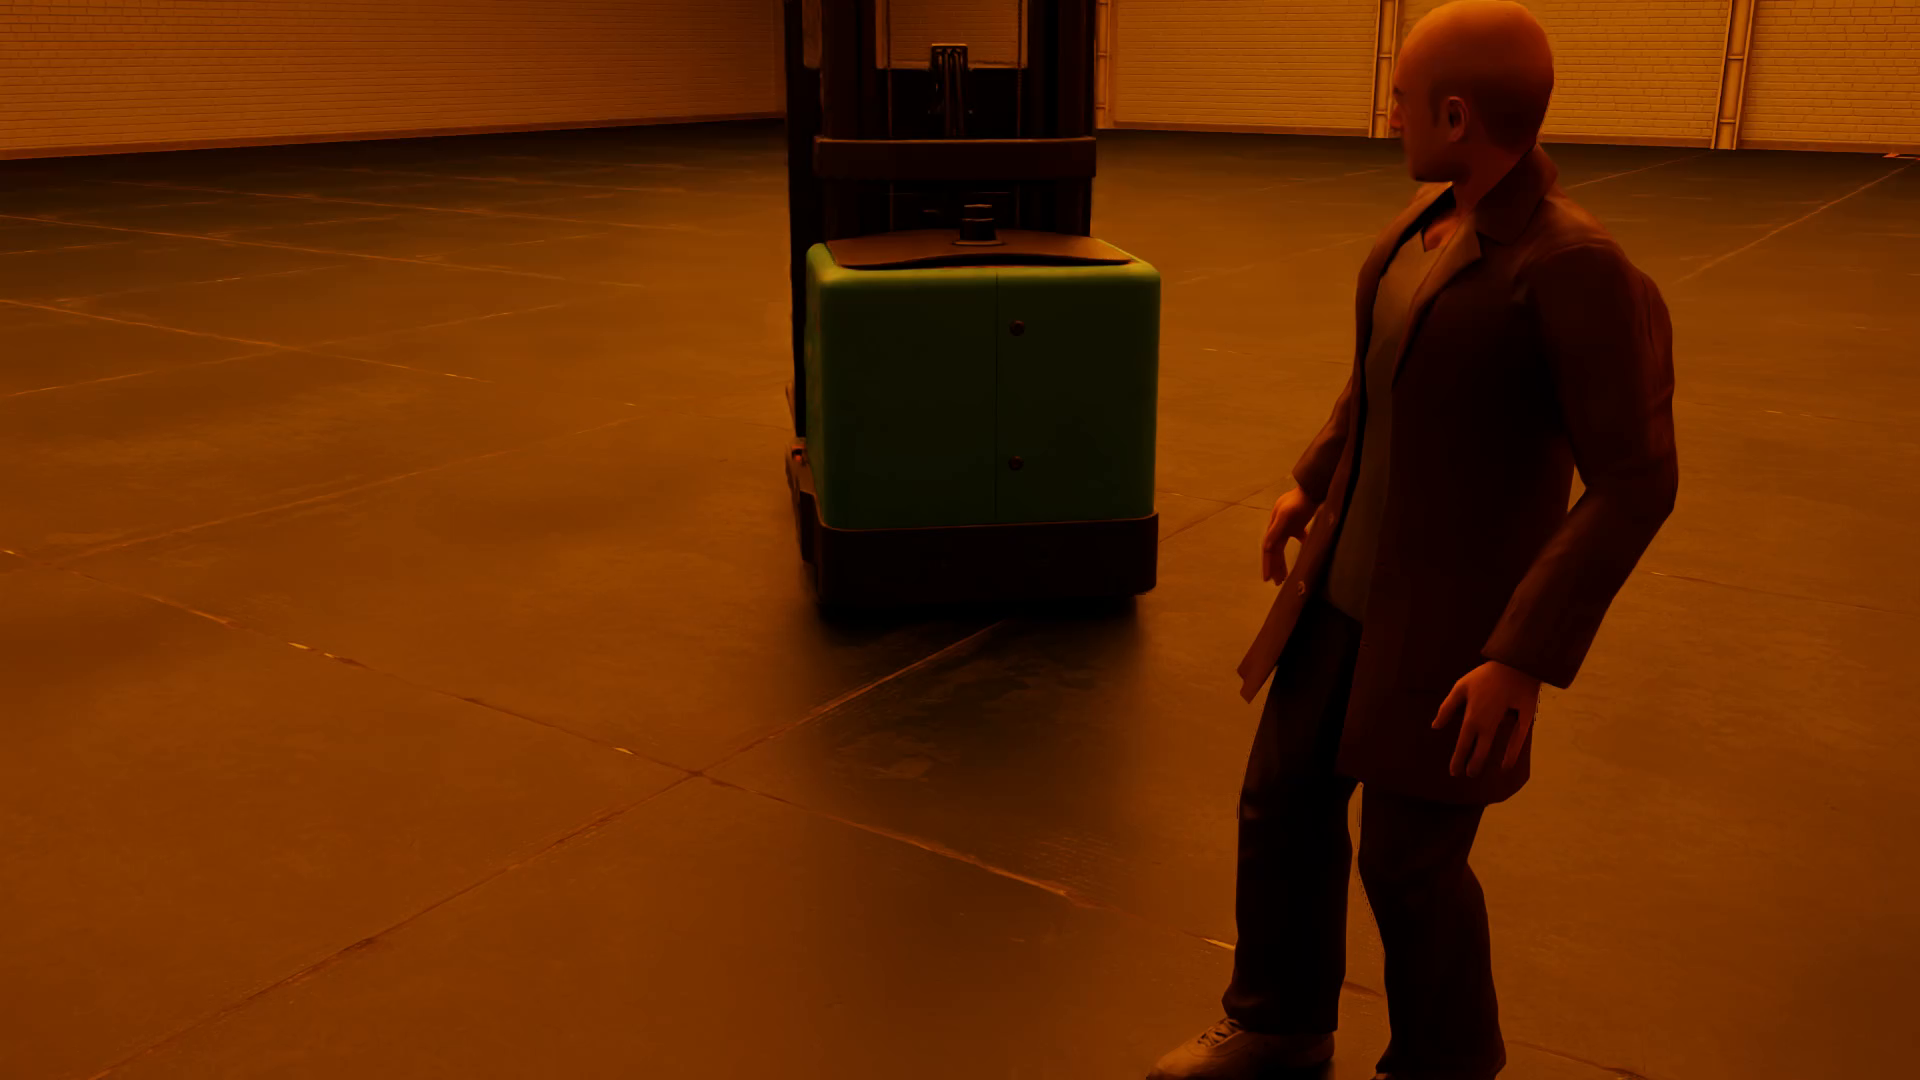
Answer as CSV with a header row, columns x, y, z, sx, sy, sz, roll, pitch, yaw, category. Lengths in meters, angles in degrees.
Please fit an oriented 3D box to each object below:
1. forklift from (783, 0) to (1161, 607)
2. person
x,y,z,sx,sy,sz,roll,pitch,yaw,category
-0.107,-1.580,6.116,1.130,2.935,3.031,-2,17,-8,forklift
0.633,0.113,2.496,0.561,1.765,0.787,-6,18,-20,person
